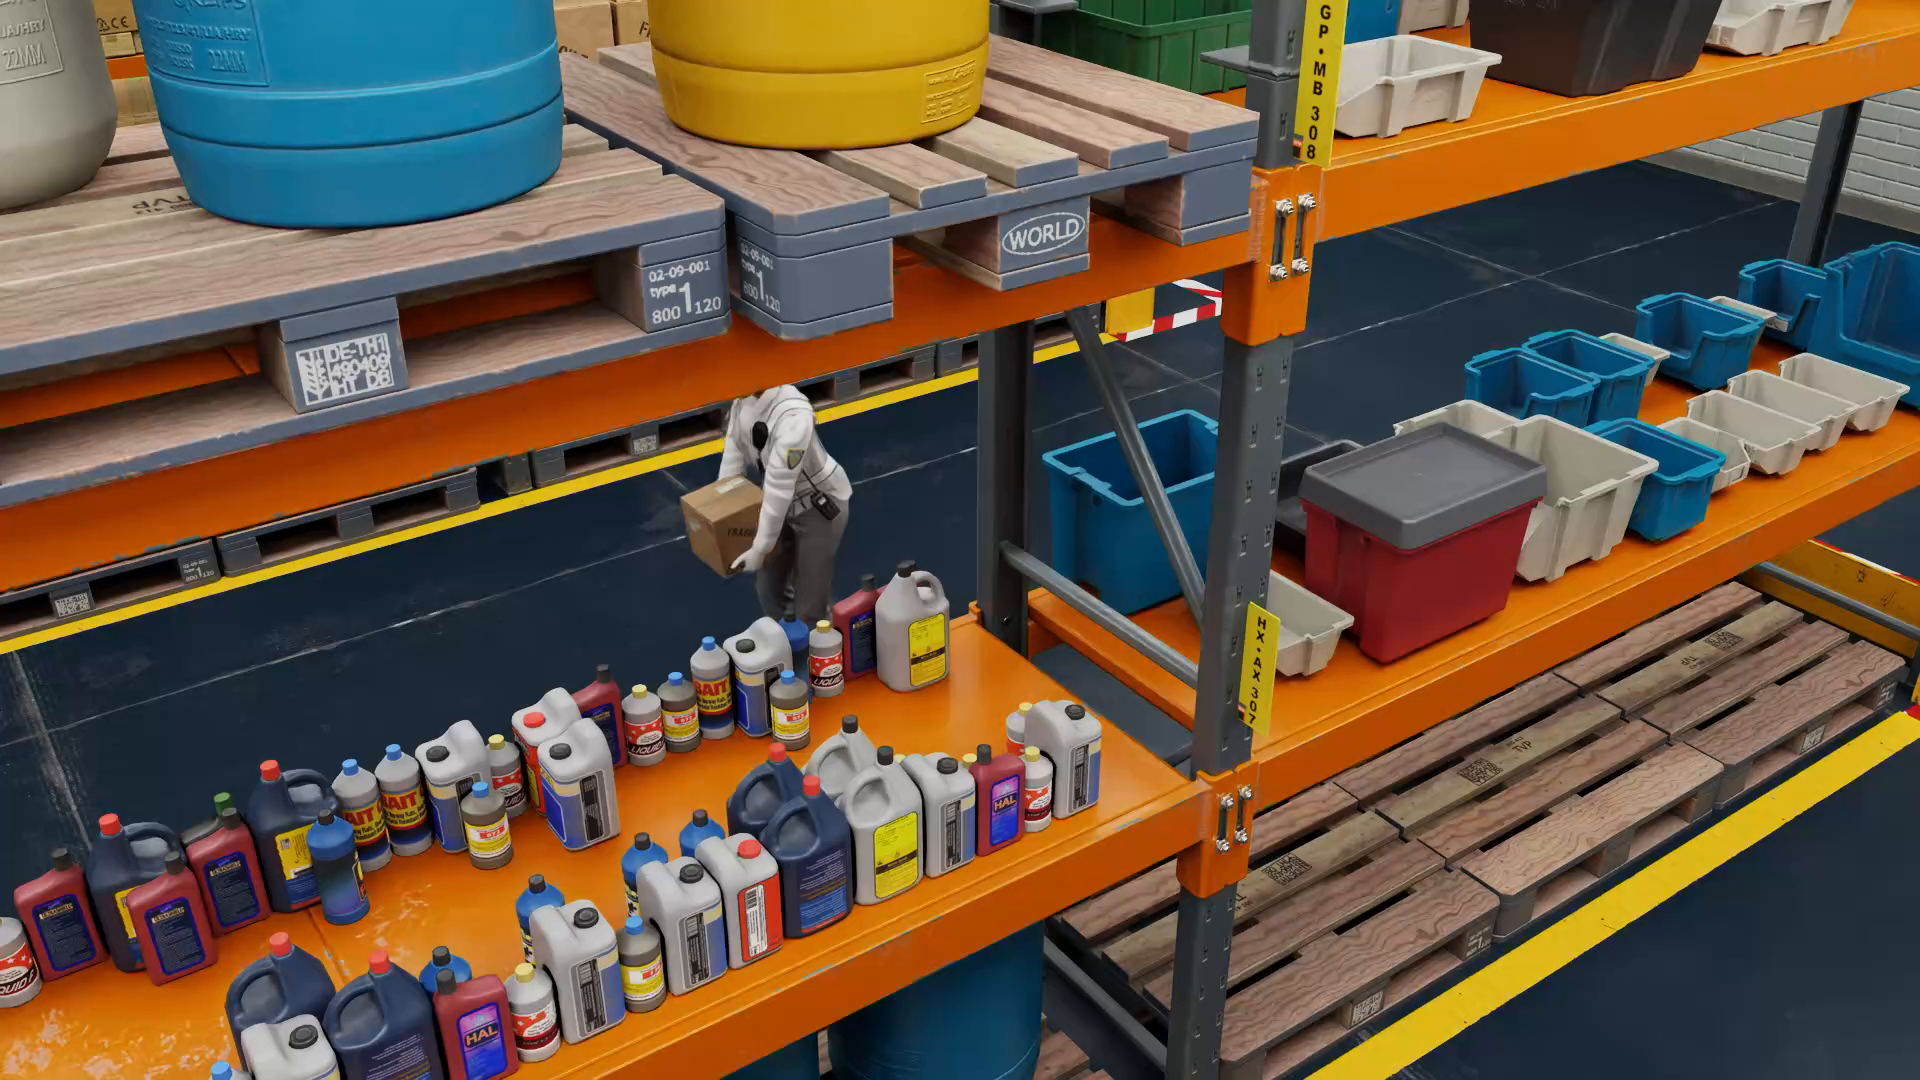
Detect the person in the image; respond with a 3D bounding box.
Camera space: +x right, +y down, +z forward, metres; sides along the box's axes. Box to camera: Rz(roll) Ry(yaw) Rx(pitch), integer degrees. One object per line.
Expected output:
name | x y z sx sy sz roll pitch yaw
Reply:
person | -0.682 -0.066 6.289 0.560 1.630 0.412 -20 34 -31
